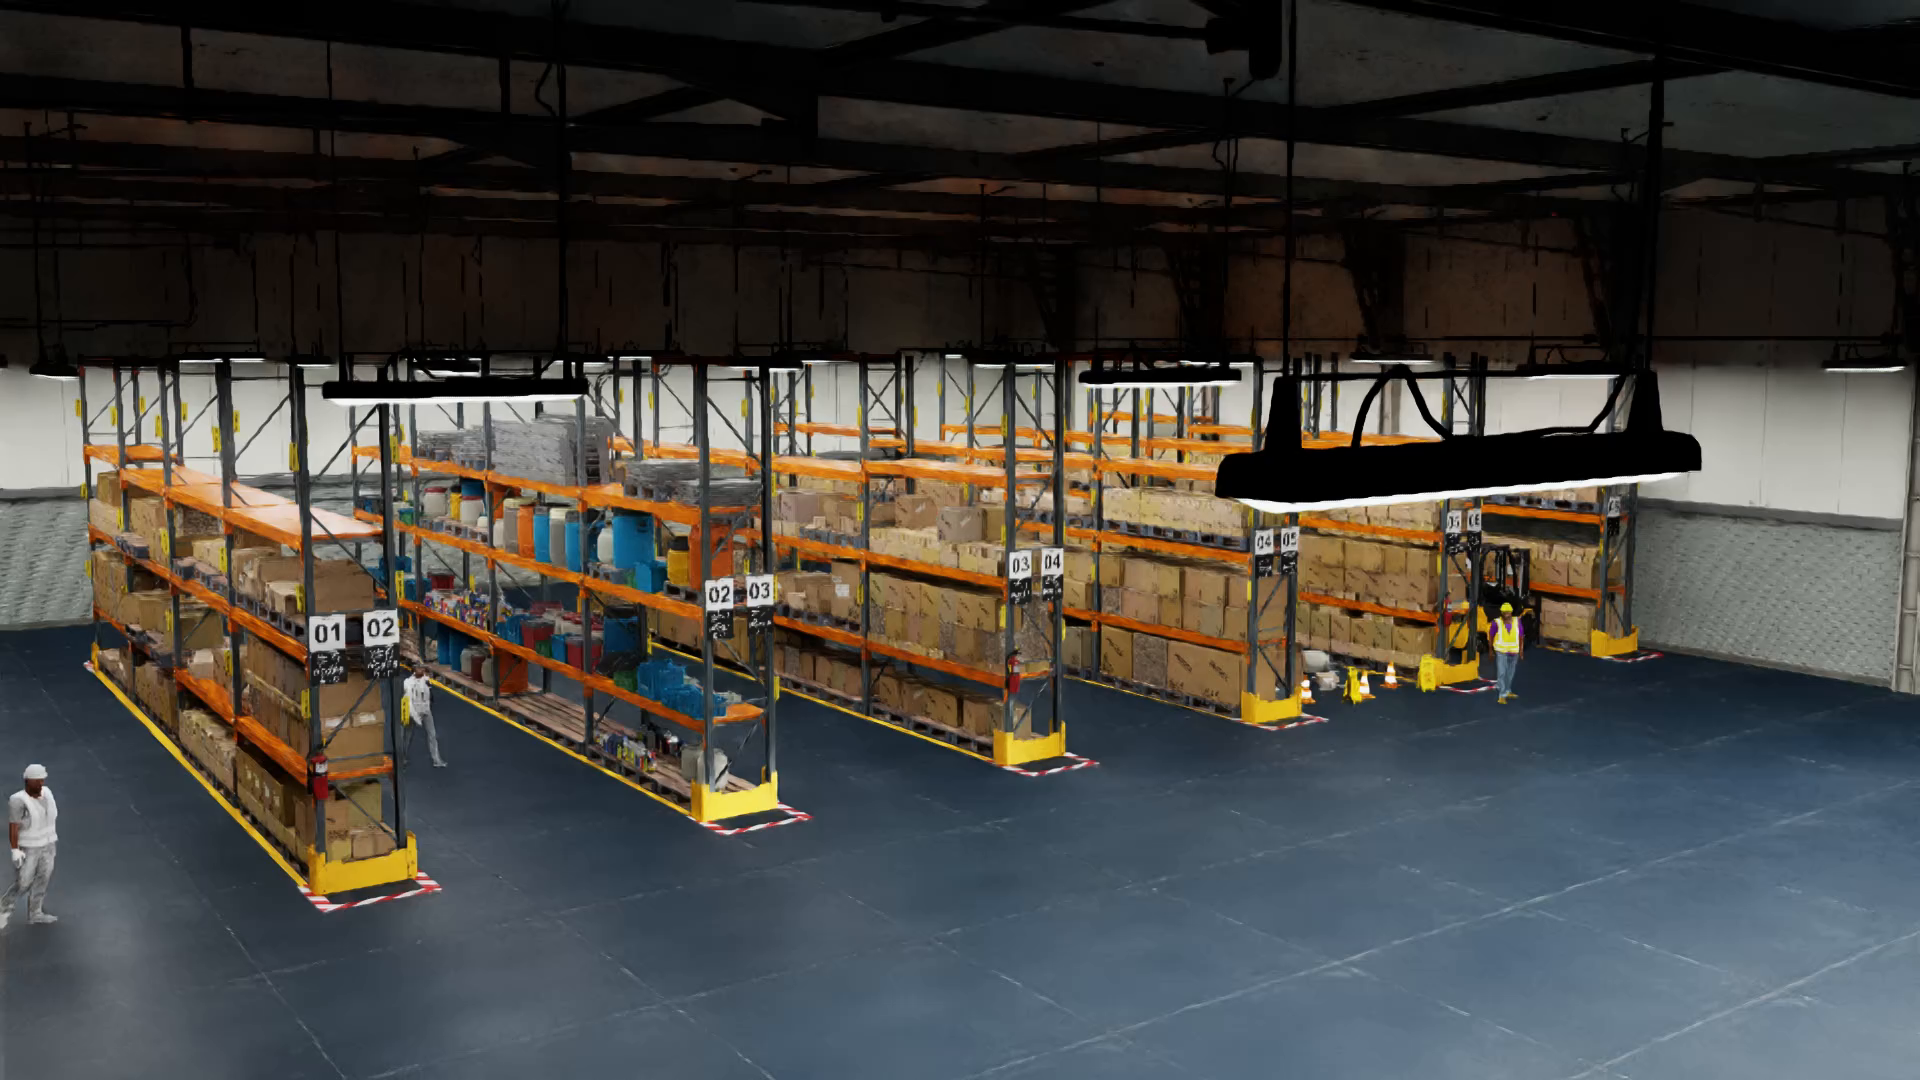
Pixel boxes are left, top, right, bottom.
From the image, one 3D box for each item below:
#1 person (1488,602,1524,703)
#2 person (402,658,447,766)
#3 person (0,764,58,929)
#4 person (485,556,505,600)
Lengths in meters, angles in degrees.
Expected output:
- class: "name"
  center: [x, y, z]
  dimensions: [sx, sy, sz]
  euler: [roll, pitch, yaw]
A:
- class: "person"
  center: [9.556, 1.943, 29.112]
  dimensions: [0.599, 1.753, 0.574]
  euler: [0, 7, 2]
- class: "person"
  center: [-8.007, 2.536, 24.590]
  dimensions: [0.483, 1.615, 0.993]
  euler: [-7, 10, -43]
- class: "person"
  center: [-10.043, 3.287, 17.863]
  dimensions: [0.523, 1.771, 0.721]
  euler: [2, 7, 15]
- class: "person"
  center: [-11.231, 0.674, 40.095]
  dimensions: [0.521, 1.592, 0.358]
  euler: [4, 8, 30]
